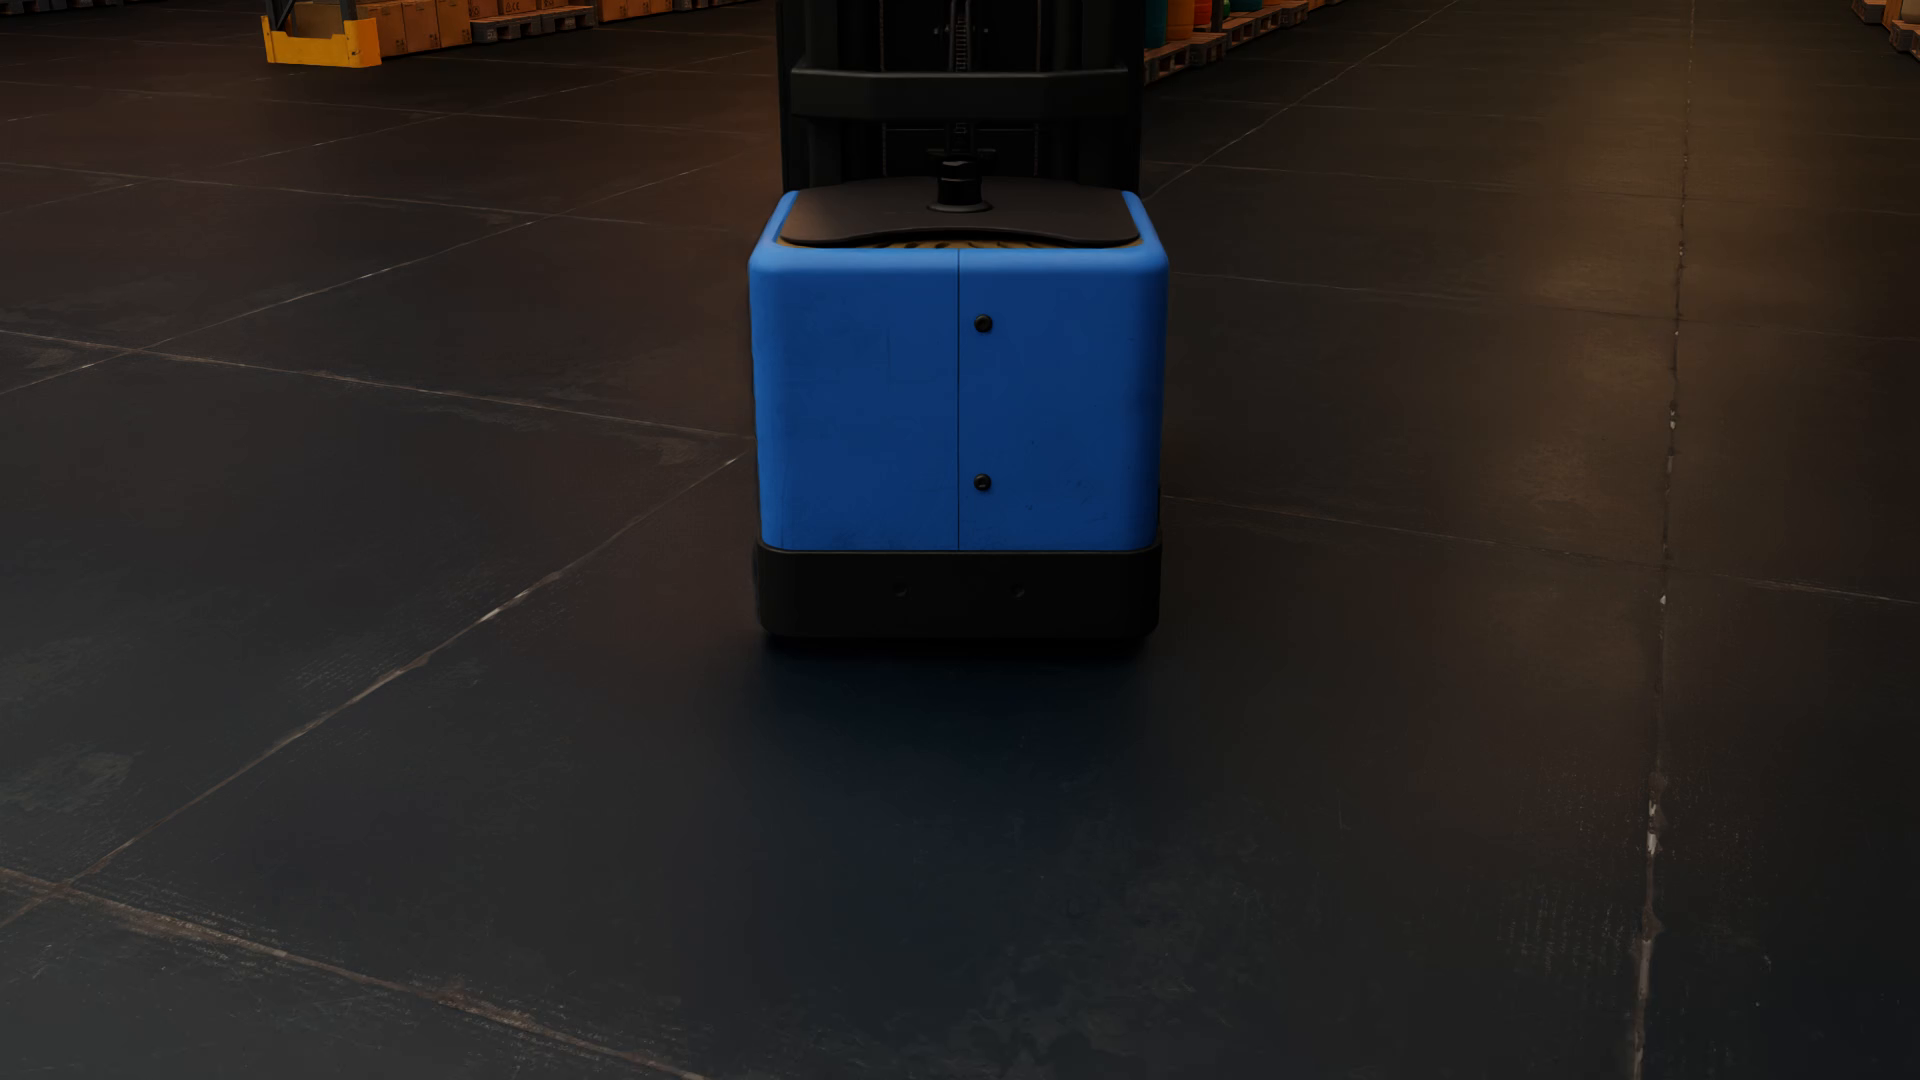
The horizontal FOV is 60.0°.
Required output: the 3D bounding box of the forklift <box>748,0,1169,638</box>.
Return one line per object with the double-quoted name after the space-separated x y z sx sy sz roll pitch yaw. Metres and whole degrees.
0.003 -1.616 5.158 1.130 2.935 3.031 0 23 0 "forklift"
